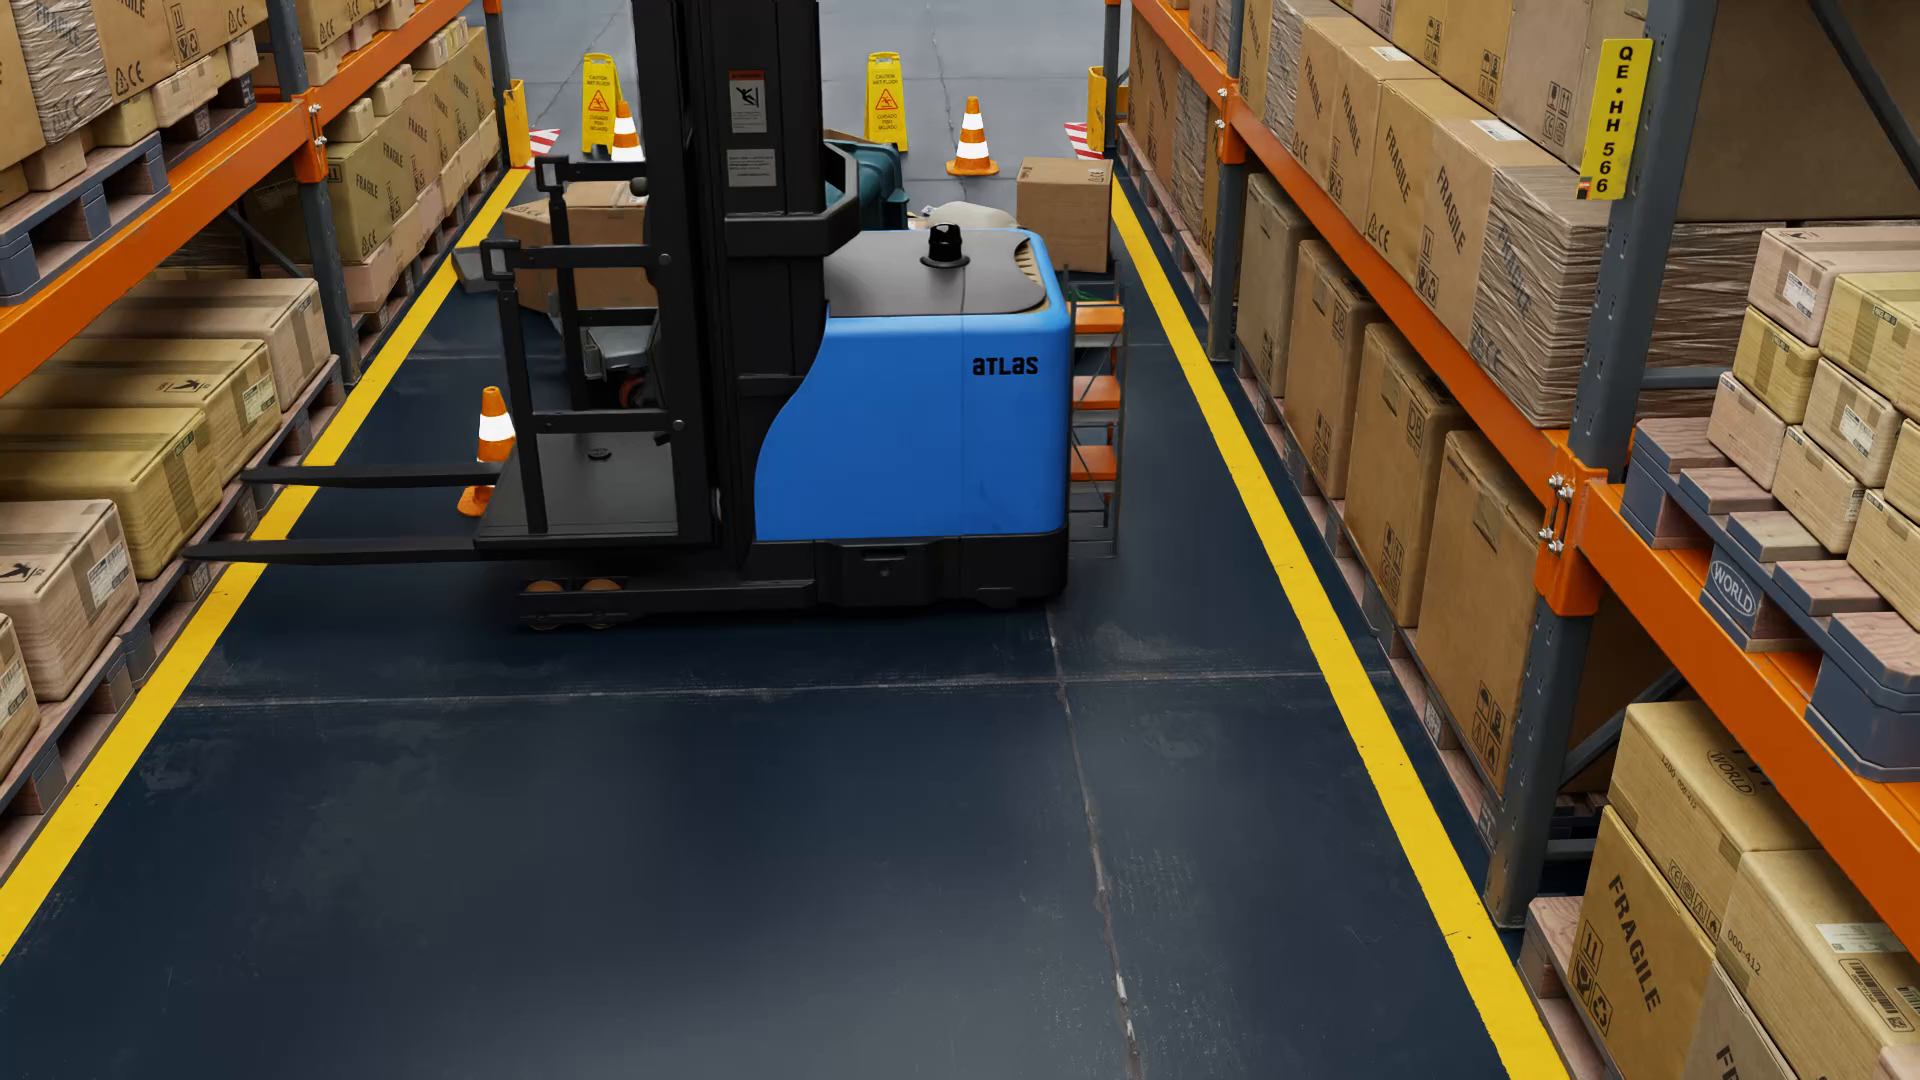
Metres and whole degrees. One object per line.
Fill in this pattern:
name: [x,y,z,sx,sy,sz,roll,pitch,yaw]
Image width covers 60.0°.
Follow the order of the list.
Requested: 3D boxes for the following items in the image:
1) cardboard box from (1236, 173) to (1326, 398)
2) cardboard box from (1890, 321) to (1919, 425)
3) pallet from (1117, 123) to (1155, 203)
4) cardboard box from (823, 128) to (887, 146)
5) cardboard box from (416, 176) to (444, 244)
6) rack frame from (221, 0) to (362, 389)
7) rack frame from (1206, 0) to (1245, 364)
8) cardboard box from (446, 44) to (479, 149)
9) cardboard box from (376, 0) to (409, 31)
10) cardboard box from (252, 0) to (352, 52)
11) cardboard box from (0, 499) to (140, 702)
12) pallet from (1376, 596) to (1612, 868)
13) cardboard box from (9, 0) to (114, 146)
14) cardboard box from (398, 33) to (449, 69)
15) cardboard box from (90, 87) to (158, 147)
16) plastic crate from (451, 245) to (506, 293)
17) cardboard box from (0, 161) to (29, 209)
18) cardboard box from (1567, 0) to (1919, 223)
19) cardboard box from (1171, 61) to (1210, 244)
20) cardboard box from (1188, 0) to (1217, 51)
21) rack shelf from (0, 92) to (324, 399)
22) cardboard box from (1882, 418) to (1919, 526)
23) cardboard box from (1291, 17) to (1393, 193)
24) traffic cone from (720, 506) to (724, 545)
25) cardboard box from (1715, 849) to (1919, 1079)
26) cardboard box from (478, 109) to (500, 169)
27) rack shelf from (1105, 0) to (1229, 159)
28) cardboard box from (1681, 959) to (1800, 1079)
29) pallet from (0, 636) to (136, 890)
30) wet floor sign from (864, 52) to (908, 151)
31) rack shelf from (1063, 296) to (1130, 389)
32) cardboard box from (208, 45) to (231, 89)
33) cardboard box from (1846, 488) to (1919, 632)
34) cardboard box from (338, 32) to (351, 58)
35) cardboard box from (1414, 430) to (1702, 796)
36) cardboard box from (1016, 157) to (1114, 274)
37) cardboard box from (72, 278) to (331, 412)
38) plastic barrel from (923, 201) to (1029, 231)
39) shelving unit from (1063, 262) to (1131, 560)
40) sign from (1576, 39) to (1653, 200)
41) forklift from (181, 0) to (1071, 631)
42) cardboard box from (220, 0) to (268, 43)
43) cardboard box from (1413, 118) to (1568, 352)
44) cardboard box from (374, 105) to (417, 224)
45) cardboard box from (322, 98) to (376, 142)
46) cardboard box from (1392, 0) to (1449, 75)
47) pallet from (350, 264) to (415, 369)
cardboard box: [1.801,-1.108,7.109,1.050,0.750,0.750,-2,28,-3]
cardboard box: [1.744,-0.239,2.639,0.380,0.149,0.250,-2,28,-3]
pallet: [1.590,-2.447,10.713,1.003,0.211,1.213,-1,28,-3]
cardboard box: [-0.848,-2.028,9.594,0.797,0.503,0.637,-23,35,-37]
cardboard box: [-3.090,-1.775,8.928,0.500,0.250,0.500,-2,28,-3]
rack frame: [-3.259,-2.037,6.913,1.000,3.000,0.127,-1,28,-3]
rack frame: [1.679,-2.204,7.231,1.000,3.000,0.127,-1,28,-3]
cardboard box: [-3.135,-2.579,9.660,0.500,0.500,0.500,0,28,-1]
cardboard box: [-3.013,-2.670,8.398,0.380,0.149,0.250,-1,28,-2]
cardboard box: [-3.004,-2.423,7.223,0.500,0.500,0.500,-1,28,-3]
cardboard box: [-3.116,0.187,5.035,0.950,0.372,0.625,-2,28,-4]
pallet: [1.922,0.514,5.036,1.003,0.211,1.213,-1,28,-3]
cardboard box: [-2.930,-1.483,4.965,0.500,0.500,0.500,-2,28,-5]
cardboard box: [-3.057,-2.702,9.194,0.380,0.149,0.250,0,28,0]
cardboard box: [-2.918,-1.410,5.527,0.380,0.149,0.250,-1,28,-3]
plastic crate: [-2.522,-1.488,9.016,0.402,0.080,0.583,-11,30,-20]
cardboard box: [-2.969,-1.045,4.827,0.380,0.149,0.250,0,28,-1]
cardboard box: [1.874,-1.051,3.833,0.700,0.500,0.500,-2,28,-3]
cardboard box: [1.665,-2.156,8.984,0.875,0.875,0.875,-1,28,-2]
cardboard box: [1.596,-2.694,8.009,0.875,0.550,0.550,-1,28,-3]
rack shelf: [-3.155,-0.795,5.308,1.077,0.370,4.000,-1,28,-3]
cardboard box: [1.746,-0.087,2.668,0.380,0.149,0.250,-2,28,-4]
cardboard box: [1.488,-1.534,5.840,0.500,0.500,0.500,-2,28,-3]
traffic cone: [-0.782,-0.264,6.256,0.336,0.463,0.334,-1,28,-3]
cardboard box: [1.709,0.792,2.926,0.500,0.250,0.500,-2,28,-3]
cardboard box: [-3.156,-2.474,10.269,0.500,0.250,0.500,-2,28,-3]
rack shelf: [1.575,-2.808,9.168,1.077,0.370,4.000,-1,28,-3]
cardboard box: [1.700,1.131,3.087,0.500,0.500,0.500,-1,28,-2]
pallet: [-3.089,0.685,4.708,1.003,0.211,1.213,-1,28,-3]
wet floor sign: [-0.509,-2.972,11.251,0.267,0.644,0.232,-6,28,-11]
rack shelf: [0.471,-0.696,5.858,0.215,0.259,0.240,-2,28,-3]
cardboard box: [-2.960,-1.759,6.196,0.380,0.149,0.250,-2,28,-4]
cardboard box: [1.738,0.029,2.768,0.380,0.149,0.250,0,28,0]
cardboard box: [-3.064,-2.317,7.720,0.380,0.149,0.250,-2,28,-3]
cardboard box: [1.946,0.172,4.656,1.050,0.750,0.750,-2,28,-3]
cardboard box: [0.573,-1.788,9.136,0.500,0.500,0.500,3,28,6]
cardboard box: [-3.229,-0.816,6.959,0.950,0.372,0.625,-1,28,-2]
plastic barrel: [0.088,-1.548,8.760,0.512,0.421,0.421,19,33,32]
shelving unit: [0.471,-0.454,5.984,0.215,1.050,0.252,-2,28,-3]
sign: [1.334,-0.855,3.393,0.100,0.325,0.005,-1,28,-3]
forklift: [-1.165,-1.244,5.466,3.031,2.935,1.130,-2,28,-3]
cardboard box: [-3.006,-2.192,6.325,0.500,0.500,0.500,-2,28,-4]
cardboard box: [1.572,-0.832,4.494,0.500,0.500,0.500,-1,28,-3]
cardboard box: [-3.060,-1.863,8.286,0.500,0.500,0.500,0,28,-1]
cardboard box: [-2.967,-1.963,7.776,0.380,0.149,0.250,-1,28,-2]
cardboard box: [1.791,-1.758,5.187,0.700,0.500,0.500,-2,28,-3]
pallet: [-3.329,-1.110,8.150,1.003,0.211,1.213,-1,28,-3]
